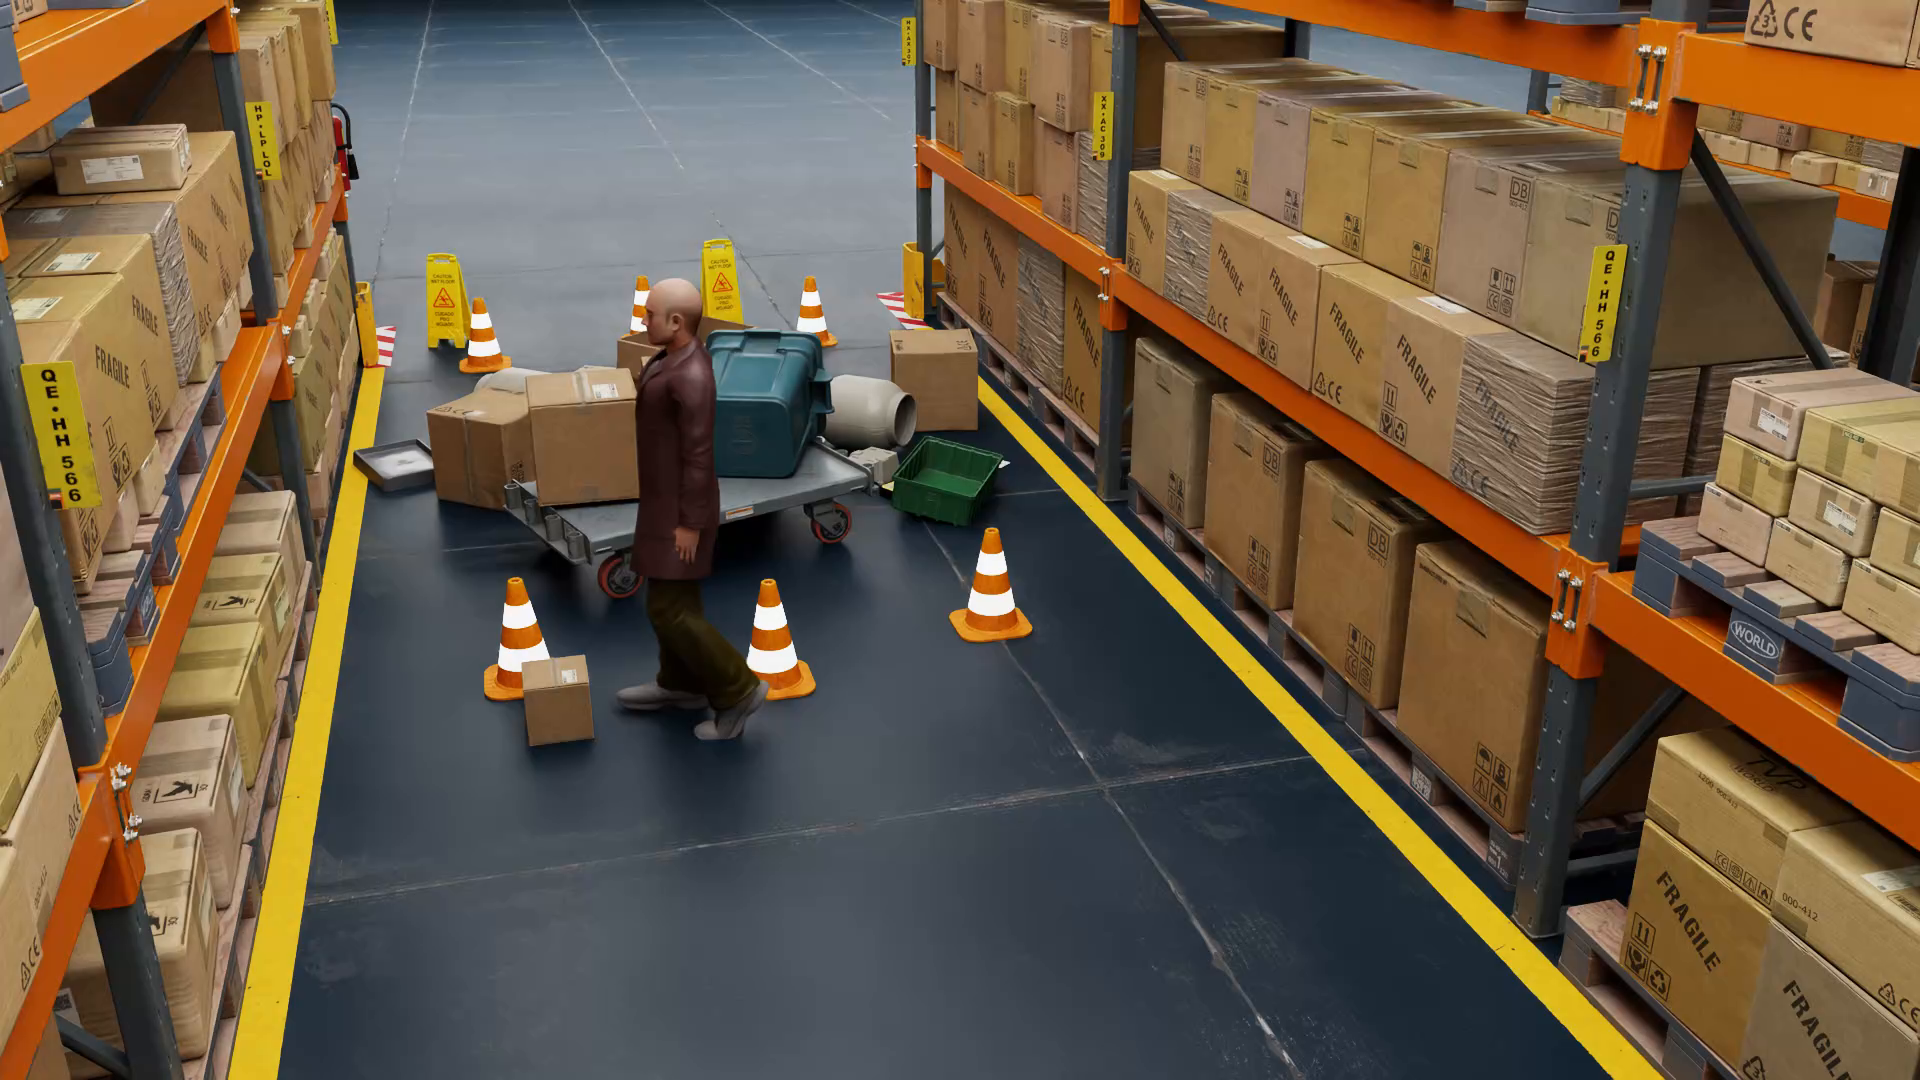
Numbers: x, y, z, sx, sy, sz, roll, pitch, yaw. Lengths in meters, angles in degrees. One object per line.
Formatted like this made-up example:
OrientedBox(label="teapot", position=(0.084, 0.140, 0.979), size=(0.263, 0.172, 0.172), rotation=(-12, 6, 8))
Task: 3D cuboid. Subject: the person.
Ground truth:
OrientedBox(label="person", position=(-1.085, -0.119, 6.429), size=(0.612, 1.816, 0.625), rotation=(-4, 23, -8))
